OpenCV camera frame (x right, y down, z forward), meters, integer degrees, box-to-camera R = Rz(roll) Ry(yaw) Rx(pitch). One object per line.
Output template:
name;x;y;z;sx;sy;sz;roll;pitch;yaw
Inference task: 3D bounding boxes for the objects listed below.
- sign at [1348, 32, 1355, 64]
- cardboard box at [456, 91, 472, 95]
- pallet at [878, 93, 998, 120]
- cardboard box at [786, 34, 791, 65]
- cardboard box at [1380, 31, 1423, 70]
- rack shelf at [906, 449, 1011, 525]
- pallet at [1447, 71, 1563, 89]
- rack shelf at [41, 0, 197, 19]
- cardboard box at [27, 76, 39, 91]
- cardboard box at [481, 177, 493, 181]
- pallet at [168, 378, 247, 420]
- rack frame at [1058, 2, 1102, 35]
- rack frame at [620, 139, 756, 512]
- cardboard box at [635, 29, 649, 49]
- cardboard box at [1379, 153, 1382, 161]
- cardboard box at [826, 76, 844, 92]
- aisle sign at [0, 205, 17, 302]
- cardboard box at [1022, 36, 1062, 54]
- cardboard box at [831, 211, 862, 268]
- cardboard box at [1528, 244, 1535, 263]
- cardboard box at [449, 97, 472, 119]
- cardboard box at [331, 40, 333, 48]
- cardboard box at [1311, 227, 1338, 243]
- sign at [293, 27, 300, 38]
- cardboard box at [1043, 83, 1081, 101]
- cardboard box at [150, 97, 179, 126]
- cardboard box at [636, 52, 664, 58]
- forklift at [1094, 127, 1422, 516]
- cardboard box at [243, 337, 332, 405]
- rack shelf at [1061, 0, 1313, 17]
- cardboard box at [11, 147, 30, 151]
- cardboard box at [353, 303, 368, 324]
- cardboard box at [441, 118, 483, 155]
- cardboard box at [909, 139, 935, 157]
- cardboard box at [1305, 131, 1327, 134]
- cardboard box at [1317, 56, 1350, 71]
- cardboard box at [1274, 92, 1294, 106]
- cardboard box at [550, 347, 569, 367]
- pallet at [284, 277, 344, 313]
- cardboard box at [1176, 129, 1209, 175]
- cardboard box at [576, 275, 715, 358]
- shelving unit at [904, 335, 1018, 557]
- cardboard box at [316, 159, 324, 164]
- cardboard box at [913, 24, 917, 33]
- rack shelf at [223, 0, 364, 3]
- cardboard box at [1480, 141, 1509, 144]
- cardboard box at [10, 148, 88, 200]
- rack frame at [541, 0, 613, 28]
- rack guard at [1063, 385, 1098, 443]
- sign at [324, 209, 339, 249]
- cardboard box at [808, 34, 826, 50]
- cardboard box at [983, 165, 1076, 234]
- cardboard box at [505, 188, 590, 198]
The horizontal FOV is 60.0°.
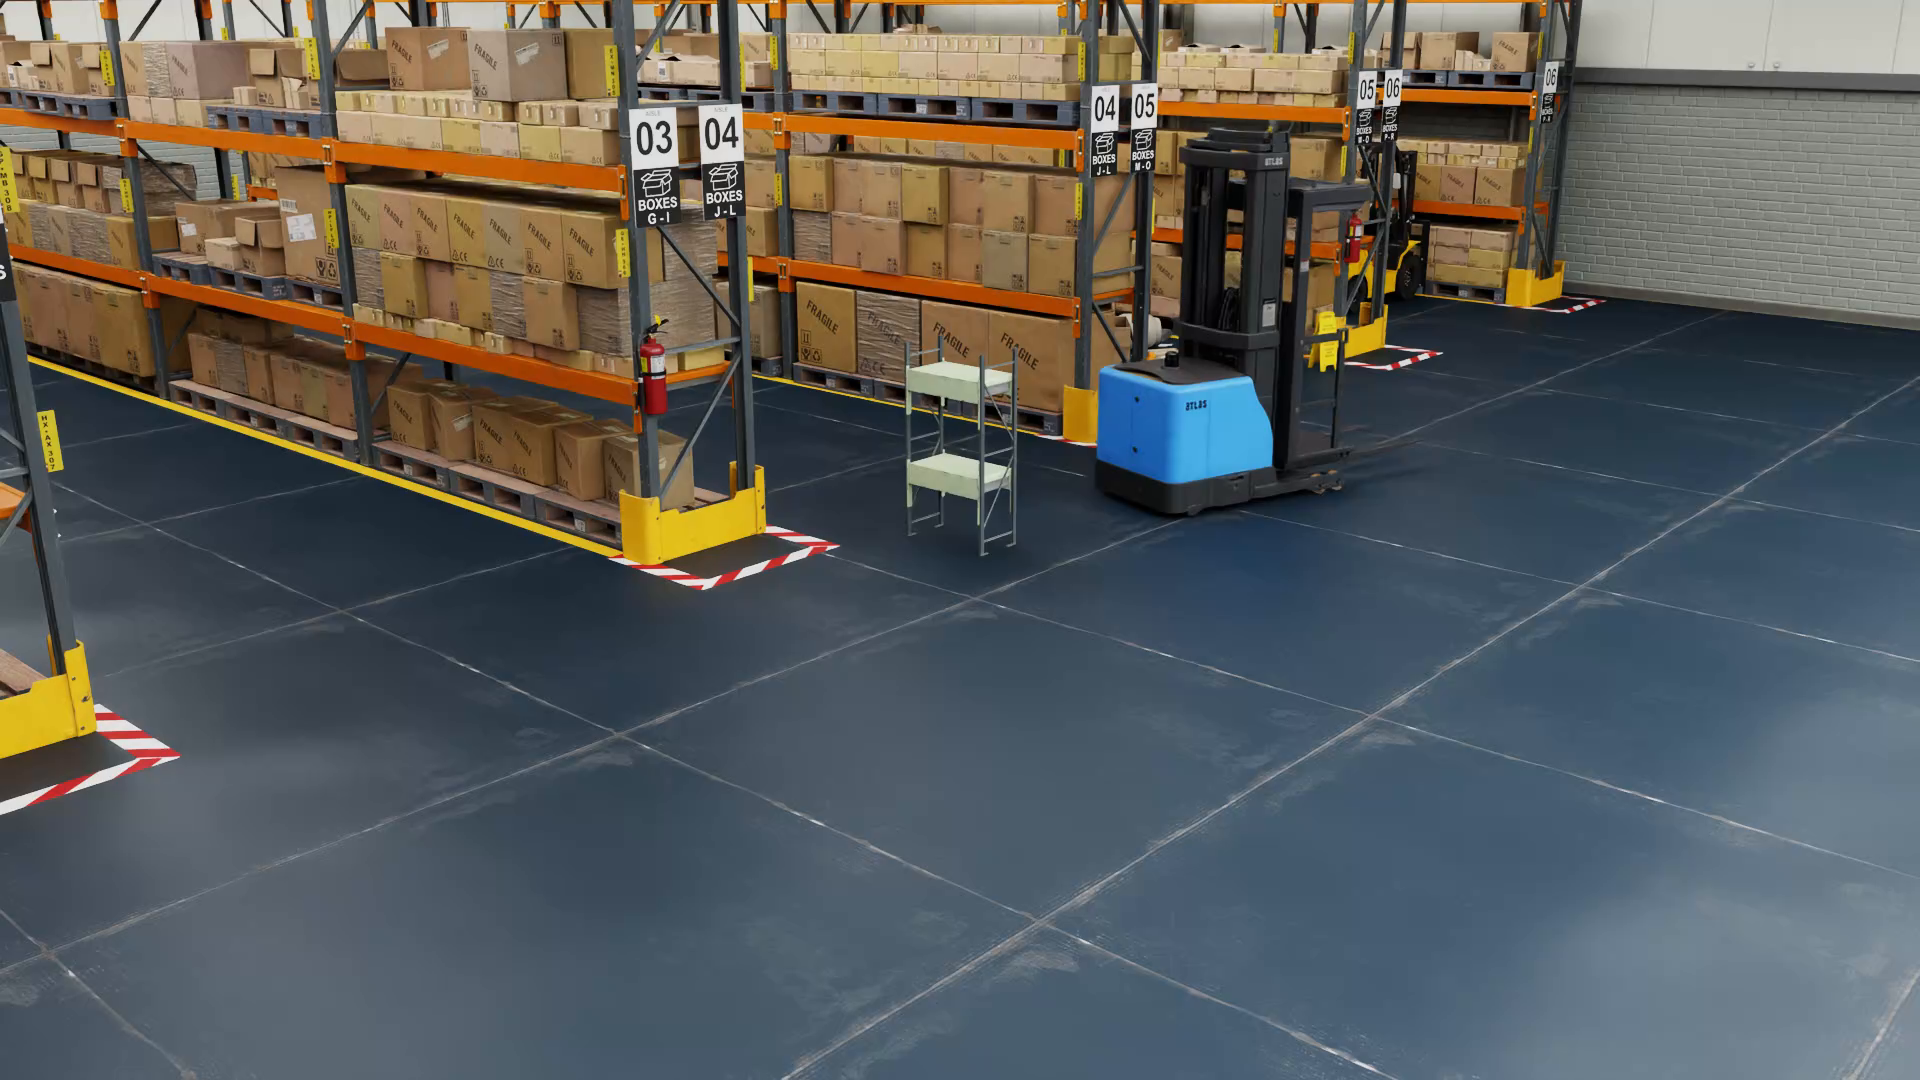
sign;4.265;-5.362;18.125;0.005;0.325;0.100;15;23;39
cardboard box;-3.879;-3.586;13.583;0.250;0.149;0.380;14;22;38
pallet;-0.041;-4.270;16.296;1.213;0.211;1.003;15;23;39
cardboard box;-2.202;-7.071;24.115;0.500;0.500;0.700;14;22;37
cardboard box;6.335;-6.870;23.311;0.637;0.503;0.797;16;24;41
rack shelf;0.005;-0.403;12.479;0.720;0.370;0.431;15;23;39
pallet;7.428;-6.291;22.662;1.213;0.211;1.003;15;23;39
rack shelf;-9.409;-5.723;17.619;4.000;0.370;1.077;15;23;39
cardboard box;-9.891;-4.976;18.094;0.250;0.149;0.380;14;22;37
cardboard box;-5.801;-4.612;20.924;0.250;0.149;0.380;16;24;41
pallet;-7.330;-1.509;17.018;1.213;0.211;1.003;15;23;39
rack frame;1.956;-9.221;26.790;0.127;3.000;1.000;15;23;39
rack frame;-1.930;-1.389;12.031;0.127;3.000;1.000;15;23;39
cardboard box;-5.357;-8.031;26.970;0.797;0.503;0.637;-16;24;-41
cardboard box;6.155;-5.477;23.672;0.250;0.149;0.380;14;23;38
cardboard box;-1.127;-4.600;16.745;0.250;0.149;0.380;15;23;39
aisle sign;-4.969;-1.560;8.270;0.004;0.787;0.394;15;23;39
cardboard box;0.775;-4.470;15.018;0.250;0.149;0.380;15;23;40
cardboard box;-0.844;-3.189;17.454;0.550;0.550;0.875;15;23;39
cardboard box;7.726;-4.024;23.359;0.500;0.250;0.500;16;23;40
cardboard box;-3.667;-3.308;12.708;0.250;0.149;0.380;16;23;41
cardboard box;-8.486;-6.858;23.066;0.250;0.149;0.380;16;24;41
cardboard box;4.226;-3.538;19.218;0.250;0.149;0.380;16;24;41
sign;-10.146;-7.677;25.421;0.005;0.325;0.100;15;23;39
cardboard box;0.964;-4.039;14.977;0.250;0.149;0.380;15;23;39
cardboard box;-7.347;-4.099;15.857;0.500;0.250;0.500;16;23;41
cardboard box;-3.565;-5.591;19.598;0.500;0.311;0.500;15;23;39
forklift;2.628;-1.904;13.766;3.031;2.935;1.130;-11;21;-31
cardboard box;-6.547;-1.663;16.298;0.700;0.500;0.500;-16;24;-41
rack shelf;3.452;-8.286;25.694;4.000;0.370;1.077;15;23;39
cardboard box;-11.849;-4.585;20.615;0.500;0.500;0.500;14;22;38
cardboard box;-4.960;-1.961;14.249;0.250;0.149;0.380;15;23;39
cardboard box;-3.592;-3.091;12.682;0.500;0.250;0.500;15;23;38
cardboard box;-0.356;-5.276;22.928;0.500;0.500;0.500;16;23;40
cardboard box;5.388;-6.061;25.022;0.250;0.149;0.380;15;23;39
cardboard box;4.199;-5.323;18.563;0.250;0.149;0.380;15;23;40
cardboard box;3.811;-5.053;19.033;0.250;0.149;0.380;16;24;41
cardboard box;-2.865;-1.423;12.551;0.250;0.149;0.380;15;23;39
pallet;-5.397;-2.287;15.178;1.213;0.211;1.003;15;23;39
cardboard box;3.017;-4.665;20.041;0.500;0.500;0.700;15;23;39
cardboard box;-2.323;-1.695;12.338;0.500;0.500;0.875;15;23;39
shelving unit;0.005;-0.714;12.381;0.755;1.500;0.431;15;23;39
cardboard box;-8.845;-5.328;23.784;0.500;0.500;0.500;15;23;39
cardboard box;-0.761;-9.016;29.482;0.258;0.266;0.396;15;23;38
rack shelf;-9.033;-7.817;23.562;4.000;0.370;1.077;15;23;39
cardboard box;7.450;-5.480;23.190;0.250;0.149;0.380;16;23;40
cardboard box;-10.422;-4.198;19.058;0.637;0.503;0.797;14;23;38
rack frame;-4.546;-6.957;19.657;0.127;3.000;1.000;15;23;39
rack guard;1.456;-1.295;15.866;0.348;0.500;1.175;15;23;39
sign;-5.287;-2.618;13.988;0.005;0.325;0.100;15;23;39
cardboard box;-1.315;-5.031;16.785;0.250;0.149;0.380;15;23;39
cardboard box;0.714;-3.250;15.861;0.550;0.550;0.875;15;23;39
cardboard box;-3.283;-2.528;13.310;0.500;0.500;0.500;15;23;39
